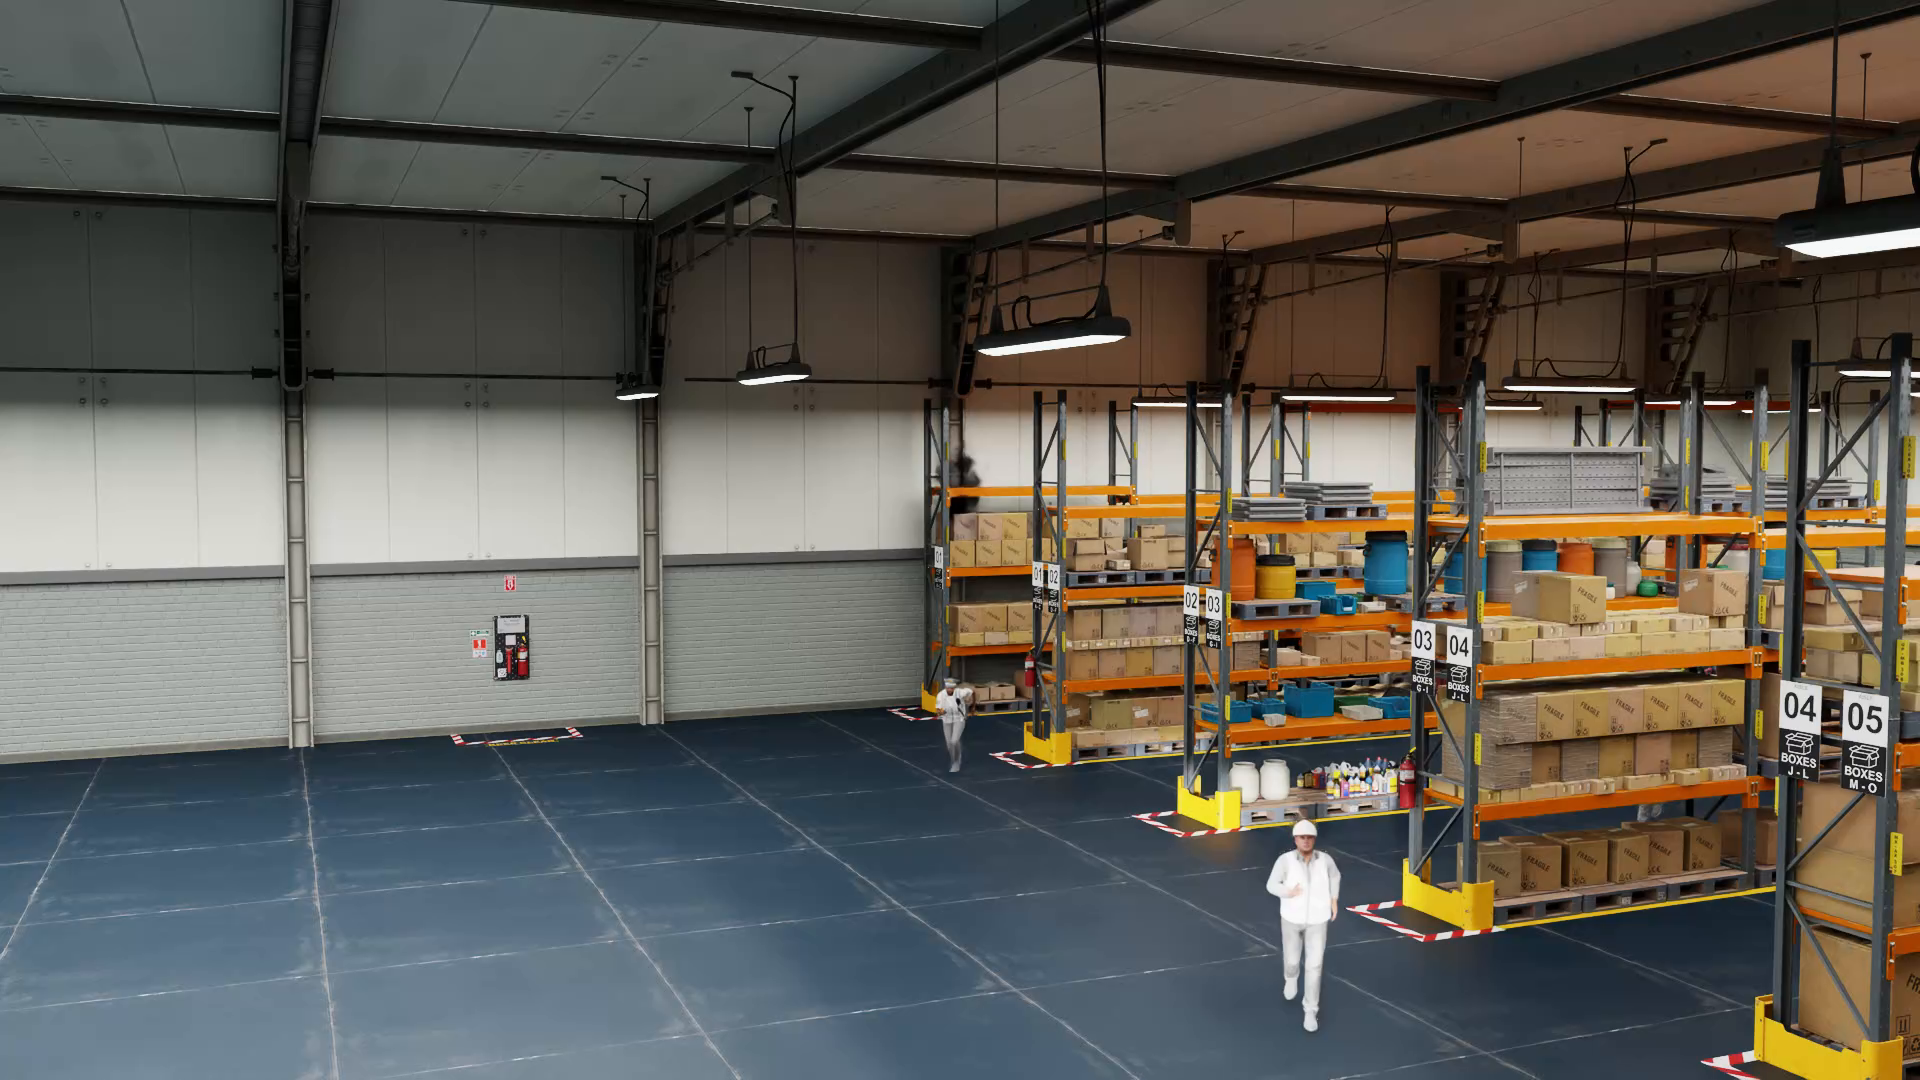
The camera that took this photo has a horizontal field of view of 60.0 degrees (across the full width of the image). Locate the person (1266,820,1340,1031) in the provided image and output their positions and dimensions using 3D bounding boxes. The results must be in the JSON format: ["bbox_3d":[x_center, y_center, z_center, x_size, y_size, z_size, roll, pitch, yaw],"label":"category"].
[{"bbox_3d":[3.078,3.377,14.885,0.676,1.766,0.931,0,3,6],"label":"person"}]

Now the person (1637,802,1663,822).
[{"bbox_3d":[9.273,2.967,22.344,0.943,1.768,0.647,-3,4,-37],"label":"person"}]

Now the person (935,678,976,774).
[{"bbox_3d":[-0.061,2.878,25.909,0.607,1.545,0.937,1,3,11],"label":"person"}]

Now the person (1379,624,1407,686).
[{"bbox_3d":[8.249,2.419,31.781,0.856,1.766,0.682,-2,4,-30],"label":"person"}]
